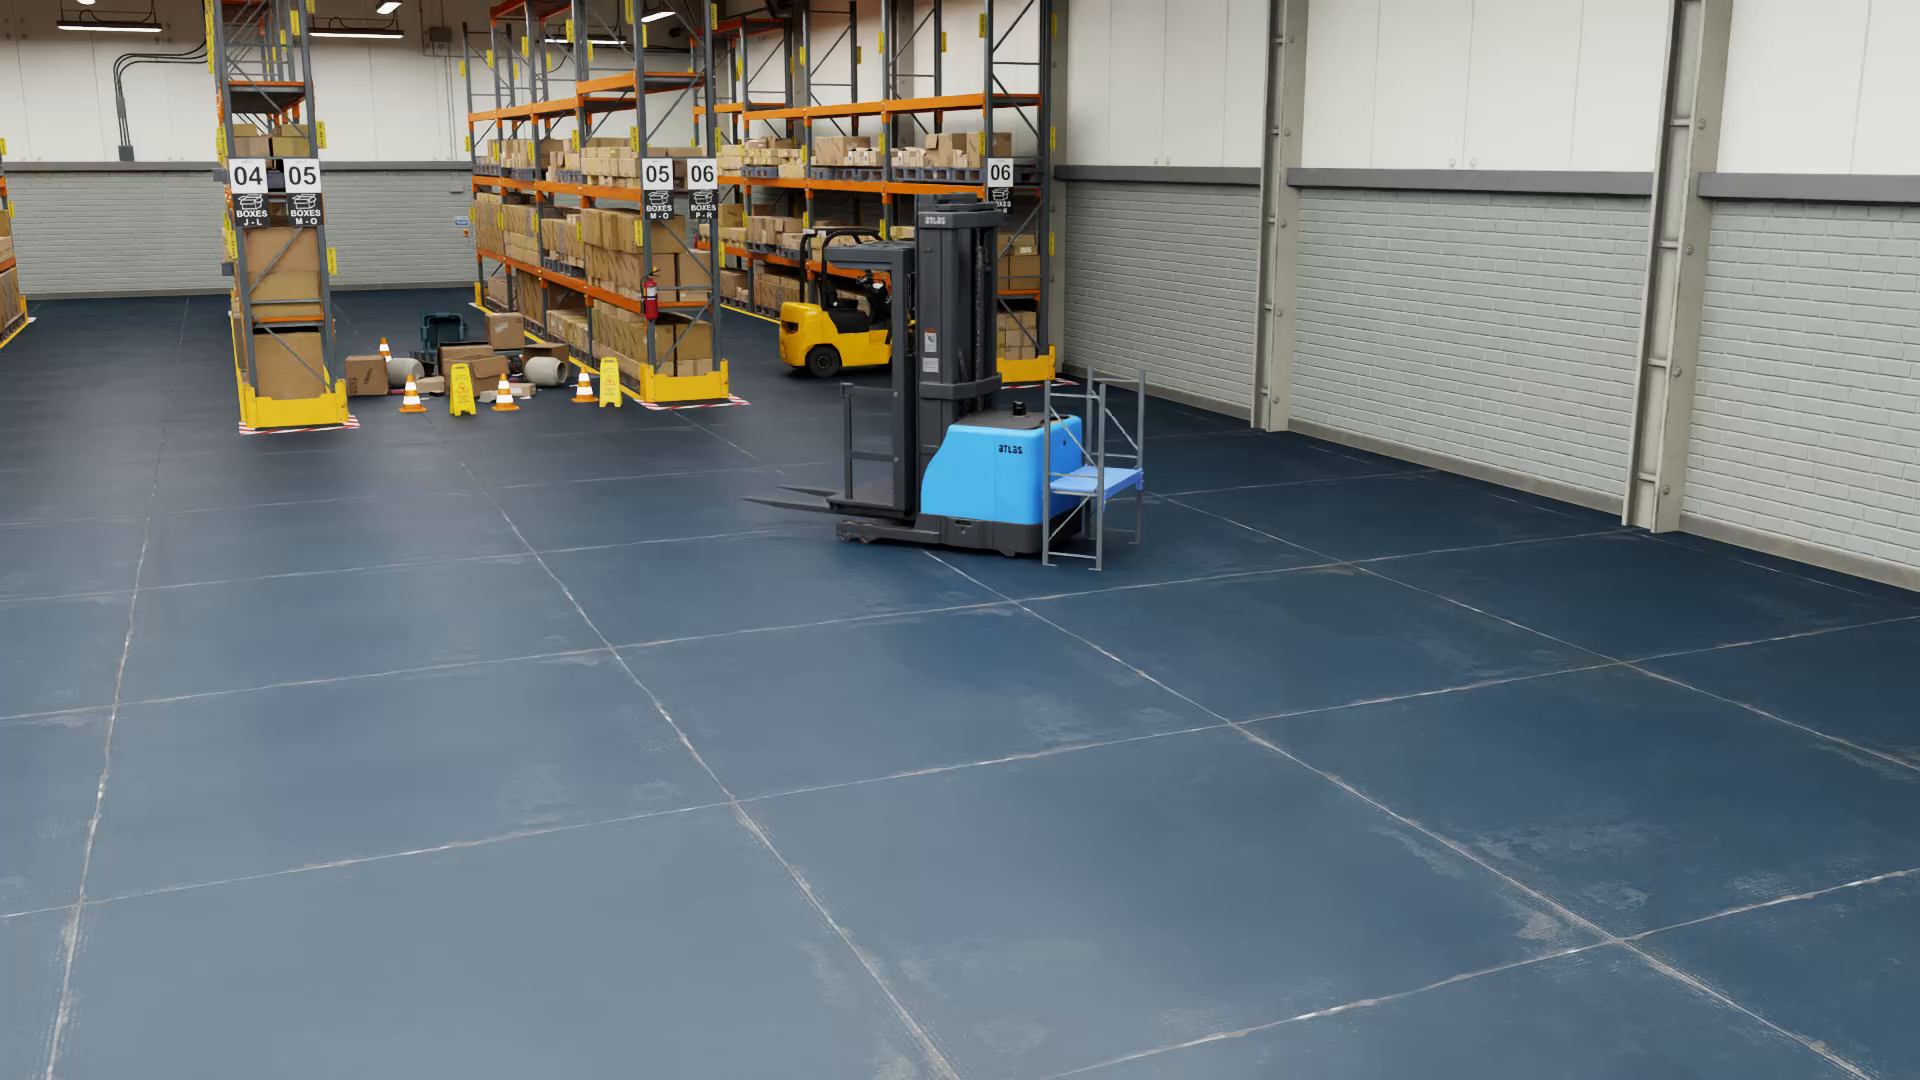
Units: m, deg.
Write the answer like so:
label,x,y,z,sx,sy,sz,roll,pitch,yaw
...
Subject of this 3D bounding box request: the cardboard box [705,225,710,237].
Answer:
label,x,y,z,sx,sy,sz,roll,pitch,yaw
cardboard box,-5.451,-6.985,37.572,0.500,0.250,0.500,-5,14,-22

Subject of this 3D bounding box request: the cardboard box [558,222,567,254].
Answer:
label,x,y,z,sx,sy,sz,roll,pitch,yaw
cardboard box,-6.335,-4.998,27.499,0.500,0.500,0.500,-6,14,-25

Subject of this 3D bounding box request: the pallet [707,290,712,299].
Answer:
label,x,y,z,sx,sy,sz,roll,pitch,yaw
pallet,-5.238,-5.597,38.084,1.003,0.211,1.213,-6,14,-23

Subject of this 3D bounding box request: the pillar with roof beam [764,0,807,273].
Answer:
label,x,y,z,sx,sy,sz,roll,pitch,yaw
pillar with roof beam,-7.384,-9.068,33.595,9.100,9.000,0.548,-6,14,-23

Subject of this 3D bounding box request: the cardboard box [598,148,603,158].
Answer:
label,x,y,z,sx,sy,sz,roll,pitch,yaw
cardboard box,-5.046,-5.630,24.181,0.380,0.149,0.250,-6,14,-25

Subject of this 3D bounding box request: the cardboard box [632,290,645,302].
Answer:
label,x,y,z,sx,sy,sz,roll,pitch,yaw
cardboard box,-4.275,-3.359,22.787,0.380,0.149,0.250,-6,14,-24

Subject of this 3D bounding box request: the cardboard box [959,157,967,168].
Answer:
label,x,y,z,sx,sy,sz,roll,pitch,yaw
cardboard box,0.211,-5.566,24.519,0.380,0.149,0.250,-6,14,-25

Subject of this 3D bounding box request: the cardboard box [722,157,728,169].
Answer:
label,x,y,z,sx,sy,sz,roll,pitch,yaw
cardboard box,-4.821,-8.133,35.878,0.500,0.250,0.500,-5,14,-22

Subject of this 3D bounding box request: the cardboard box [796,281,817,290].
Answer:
label,x,y,z,sx,sy,sz,roll,pitch,yaw
cardboard box,-2.951,-4.918,32.142,0.380,0.149,0.250,-6,15,-26

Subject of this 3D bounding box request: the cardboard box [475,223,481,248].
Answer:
label,x,y,z,sx,sy,sz,roll,pitch,yaw
cardboard box,-10.206,-6.610,36.056,0.500,0.500,0.500,-6,14,-23

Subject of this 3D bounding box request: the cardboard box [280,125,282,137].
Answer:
label,x,y,z,sx,sy,sz,roll,pitch,yaw
cardboard box,-8.162,-5.043,20.491,0.380,0.149,0.250,-6,14,-23

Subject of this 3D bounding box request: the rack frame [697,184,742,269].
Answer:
label,x,y,z,sx,sy,sz,roll,pitch,yaw
rack frame,-5.588,-7.136,38.549,1.000,3.000,0.127,-6,14,-23

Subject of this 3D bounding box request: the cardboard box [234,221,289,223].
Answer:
label,x,y,z,sx,sy,sz,roll,pitch,yaw
cardboard box,-9.070,-3.923,21.941,0.875,0.550,0.500,-6,14,-23

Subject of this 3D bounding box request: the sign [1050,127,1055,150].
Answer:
label,x,y,z,sx,sy,sz,roll,pitch,yaw
sign,1.332,-5.805,24.032,0.100,0.325,0.005,-6,14,-23

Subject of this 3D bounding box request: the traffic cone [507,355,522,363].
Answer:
label,x,y,z,sx,sy,sz,roll,pitch,yaw
traffic cone,-7.107,-3.101,26.743,0.336,0.463,0.334,-6,14,-23

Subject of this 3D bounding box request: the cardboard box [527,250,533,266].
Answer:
label,x,y,z,sx,sy,sz,roll,pitch,yaw
cardboard box,-7.590,-5.146,30.284,0.500,0.250,0.500,-5,14,-22

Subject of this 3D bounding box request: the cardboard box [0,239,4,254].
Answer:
label,x,y,z,sx,sy,sz,roll,pitch,yaw
cardboard box,-18.159,-5.470,31.025,0.500,0.250,0.500,-6,14,-23

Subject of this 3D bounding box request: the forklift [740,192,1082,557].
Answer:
label,x,y,z,sx,sy,sz,roll,pitch,yaw
forklift,-0.493,-1.502,14.358,3.031,2.935,1.130,7,15,27

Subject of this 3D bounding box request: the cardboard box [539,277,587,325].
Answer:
label,x,y,z,sx,sy,sz,roll,pitch,yaw
cardboard box,-7.131,-4.353,30.308,0.875,0.875,0.875,-6,14,-23

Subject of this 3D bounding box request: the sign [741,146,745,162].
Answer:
label,x,y,z,sx,sy,sz,roll,pitch,yaw
sign,-4.480,-7.972,34.363,0.100,0.325,0.005,-6,14,-23

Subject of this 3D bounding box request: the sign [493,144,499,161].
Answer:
label,x,y,z,sx,sy,sz,roll,pitch,yaw
sign,-9.041,-7.562,32.414,0.100,0.325,0.005,-6,14,-23

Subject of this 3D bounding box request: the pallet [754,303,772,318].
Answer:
label,x,y,z,sx,sy,sz,roll,pitch,yaw
pallet,-3.626,-4.786,34.581,1.003,0.211,1.213,-6,14,-23

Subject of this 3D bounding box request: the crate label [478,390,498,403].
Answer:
label,x,y,z,sx,sy,sz,roll,pitch,yaw
crate label,-6.333,-1.945,22.470,0.298,0.136,0.250,9,16,35

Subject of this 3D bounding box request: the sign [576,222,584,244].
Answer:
label,x,y,z,sx,sy,sz,roll,pitch,yaw
sign,-5.835,-4.721,25.546,0.100,0.325,0.005,-6,14,-23

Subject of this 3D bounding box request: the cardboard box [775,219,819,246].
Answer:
label,x,y,z,sx,sy,sz,roll,pitch,yaw
cardboard box,-3.207,-6.058,32.733,0.797,0.503,0.637,-6,14,-24

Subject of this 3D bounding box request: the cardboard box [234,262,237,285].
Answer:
label,x,y,z,sx,sy,sz,roll,pitch,yaw
cardboard box,-10.479,-3.976,24.675,0.500,0.500,0.500,-6,14,-24

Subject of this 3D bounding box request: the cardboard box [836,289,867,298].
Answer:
label,x,y,z,sx,sy,sz,roll,pitch,yaw
cardboard box,-1.877,-4.266,30.485,0.875,0.625,0.625,-5,14,-21

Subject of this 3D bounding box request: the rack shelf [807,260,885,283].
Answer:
label,x,y,z,sx,sy,sz,roll,pitch,yaw
rack shelf,-1.583,-4.719,29.703,1.077,0.370,4.000,-6,14,-23

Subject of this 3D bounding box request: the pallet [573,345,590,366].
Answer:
label,x,y,z,sx,sy,sz,roll,pitch,yaw
pallet,-5.641,-3.010,26.905,1.003,0.211,1.213,-6,14,-23

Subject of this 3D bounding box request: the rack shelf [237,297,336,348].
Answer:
label,x,y,z,sx,sy,sz,roll,pitch,yaw
rack shelf,-9.022,-2.976,22.170,1.077,0.370,4.000,-6,14,-23

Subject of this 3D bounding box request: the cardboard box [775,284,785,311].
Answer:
label,x,y,z,sx,sy,sz,roll,pitch,yaw
cardboard box,-3.378,-4.855,33.309,0.500,0.500,0.500,-6,14,-25

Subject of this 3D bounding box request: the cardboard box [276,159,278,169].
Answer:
label,x,y,z,sx,sy,sz,roll,pitch,yaw
cardboard box,-9.283,-5.233,23.081,0.380,0.149,0.250,-5,14,-22

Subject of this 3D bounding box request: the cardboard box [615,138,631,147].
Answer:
label,x,y,z,sx,sy,sz,roll,pitch,yaw
cardboard box,-5.404,-6.303,26.590,0.500,0.250,0.500,-6,14,-24

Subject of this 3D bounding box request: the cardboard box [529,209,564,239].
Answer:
label,x,y,z,sx,sy,sz,roll,pitch,yaw
cardboard box,-7.377,-5.653,29.702,0.500,0.500,0.500,-6,14,-24

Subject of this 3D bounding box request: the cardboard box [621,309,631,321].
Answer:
label,x,y,z,sx,sy,sz,roll,pitch,yaw
cardboard box,-4.592,-3.191,23.571,0.380,0.149,0.250,-5,14,-22

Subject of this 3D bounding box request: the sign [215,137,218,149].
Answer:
label,x,y,z,sx,sy,sz,roll,pitch,yaw
sign,-15.127,-8.057,33.938,0.100,0.325,0.005,-6,14,-23

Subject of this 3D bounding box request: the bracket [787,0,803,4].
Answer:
label,x,y,z,sx,sy,sz,roll,pitch,yaw
bracket,-2.559,-10.557,32.045,0.076,0.066,4.783,-6,14,-23

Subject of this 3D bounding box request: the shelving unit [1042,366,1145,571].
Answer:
label,x,y,z,sx,sy,sz,roll,pitch,yaw
shelving unit,1.109,-0.612,13.688,0.538,1.500,1.048,6,14,23

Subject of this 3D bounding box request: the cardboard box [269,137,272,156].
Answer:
label,x,y,z,sx,sy,sz,roll,pitch,yaw
cardboard box,-8.383,-4.927,20.874,0.500,0.250,0.500,-6,14,-24

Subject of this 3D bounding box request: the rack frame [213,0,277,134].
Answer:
label,x,y,z,sx,sy,sz,roll,pitch,yaw
rack frame,-13.028,-8.315,30.339,1.000,3.000,0.127,-6,14,-23

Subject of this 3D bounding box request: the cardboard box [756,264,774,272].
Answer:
label,x,y,z,sx,sy,sz,roll,pitch,yaw
cardboard box,-4.031,-5.664,34.705,0.380,0.149,0.250,-6,14,-24

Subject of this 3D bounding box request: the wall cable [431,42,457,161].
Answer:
label,x,y,z,sx,sy,sz,roll,pitch,yaw
wall cable,-12.672,-10.759,40.900,0.463,3.000,0.029,-6,14,-23

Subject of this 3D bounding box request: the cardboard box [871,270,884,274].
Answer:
label,x,y,z,sx,sy,sz,roll,pitch,yaw
cardboard box,-1.223,-4.664,28.201,0.500,0.250,0.500,-5,14,-22

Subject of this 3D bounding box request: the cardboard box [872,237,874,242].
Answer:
label,x,y,z,sx,sy,sz,roll,pitch,yaw
cardboard box,-1.291,-5.179,28.433,0.380,0.149,0.250,-6,14,-23

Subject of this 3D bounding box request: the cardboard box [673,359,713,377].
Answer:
label,x,y,z,sx,sy,sz,roll,pitch,yaw
cardboard box,-3.795,-2.438,23.416,0.500,0.250,0.500,-6,14,-23

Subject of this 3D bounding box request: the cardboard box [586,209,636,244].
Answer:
label,x,y,z,sx,sy,sz,roll,pitch,yaw
cardboard box,-5.166,-4.670,24.797,0.700,0.500,0.500,-6,14,-23

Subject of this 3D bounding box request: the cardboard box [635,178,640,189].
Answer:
label,x,y,z,sx,sy,sz,roll,pitch,yaw
cardboard box,-4.125,-4.768,22.225,0.380,0.149,0.250,-6,14,-23

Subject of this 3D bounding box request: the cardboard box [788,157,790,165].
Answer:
label,x,y,z,sx,sy,sz,roll,pitch,yaw
cardboard box,-3.108,-7.332,32.194,0.380,0.149,0.250,-5,14,-22

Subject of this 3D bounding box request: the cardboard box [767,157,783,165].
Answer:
label,x,y,z,sx,sy,sz,roll,pitch,yaw
cardboard box,-3.592,-7.489,32.825,0.380,0.149,0.250,-5,14,-22

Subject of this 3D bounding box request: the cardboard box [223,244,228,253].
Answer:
label,x,y,z,sx,sy,sz,roll,pitch,yaw
cardboard box,-12.040,-4.854,27.656,0.380,0.149,0.250,-5,14,-22

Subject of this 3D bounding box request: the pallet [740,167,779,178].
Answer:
label,x,y,z,sx,sy,sz,roll,pitch,yaw
pallet,-3.789,-7.538,34.051,1.213,0.211,1.003,-6,14,-23

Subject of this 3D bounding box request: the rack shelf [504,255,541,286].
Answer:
label,x,y,z,sx,sy,sz,roll,pitch,yaw
rack shelf,-7.731,-5.096,31.333,1.077,0.370,4.000,-6,14,-23
